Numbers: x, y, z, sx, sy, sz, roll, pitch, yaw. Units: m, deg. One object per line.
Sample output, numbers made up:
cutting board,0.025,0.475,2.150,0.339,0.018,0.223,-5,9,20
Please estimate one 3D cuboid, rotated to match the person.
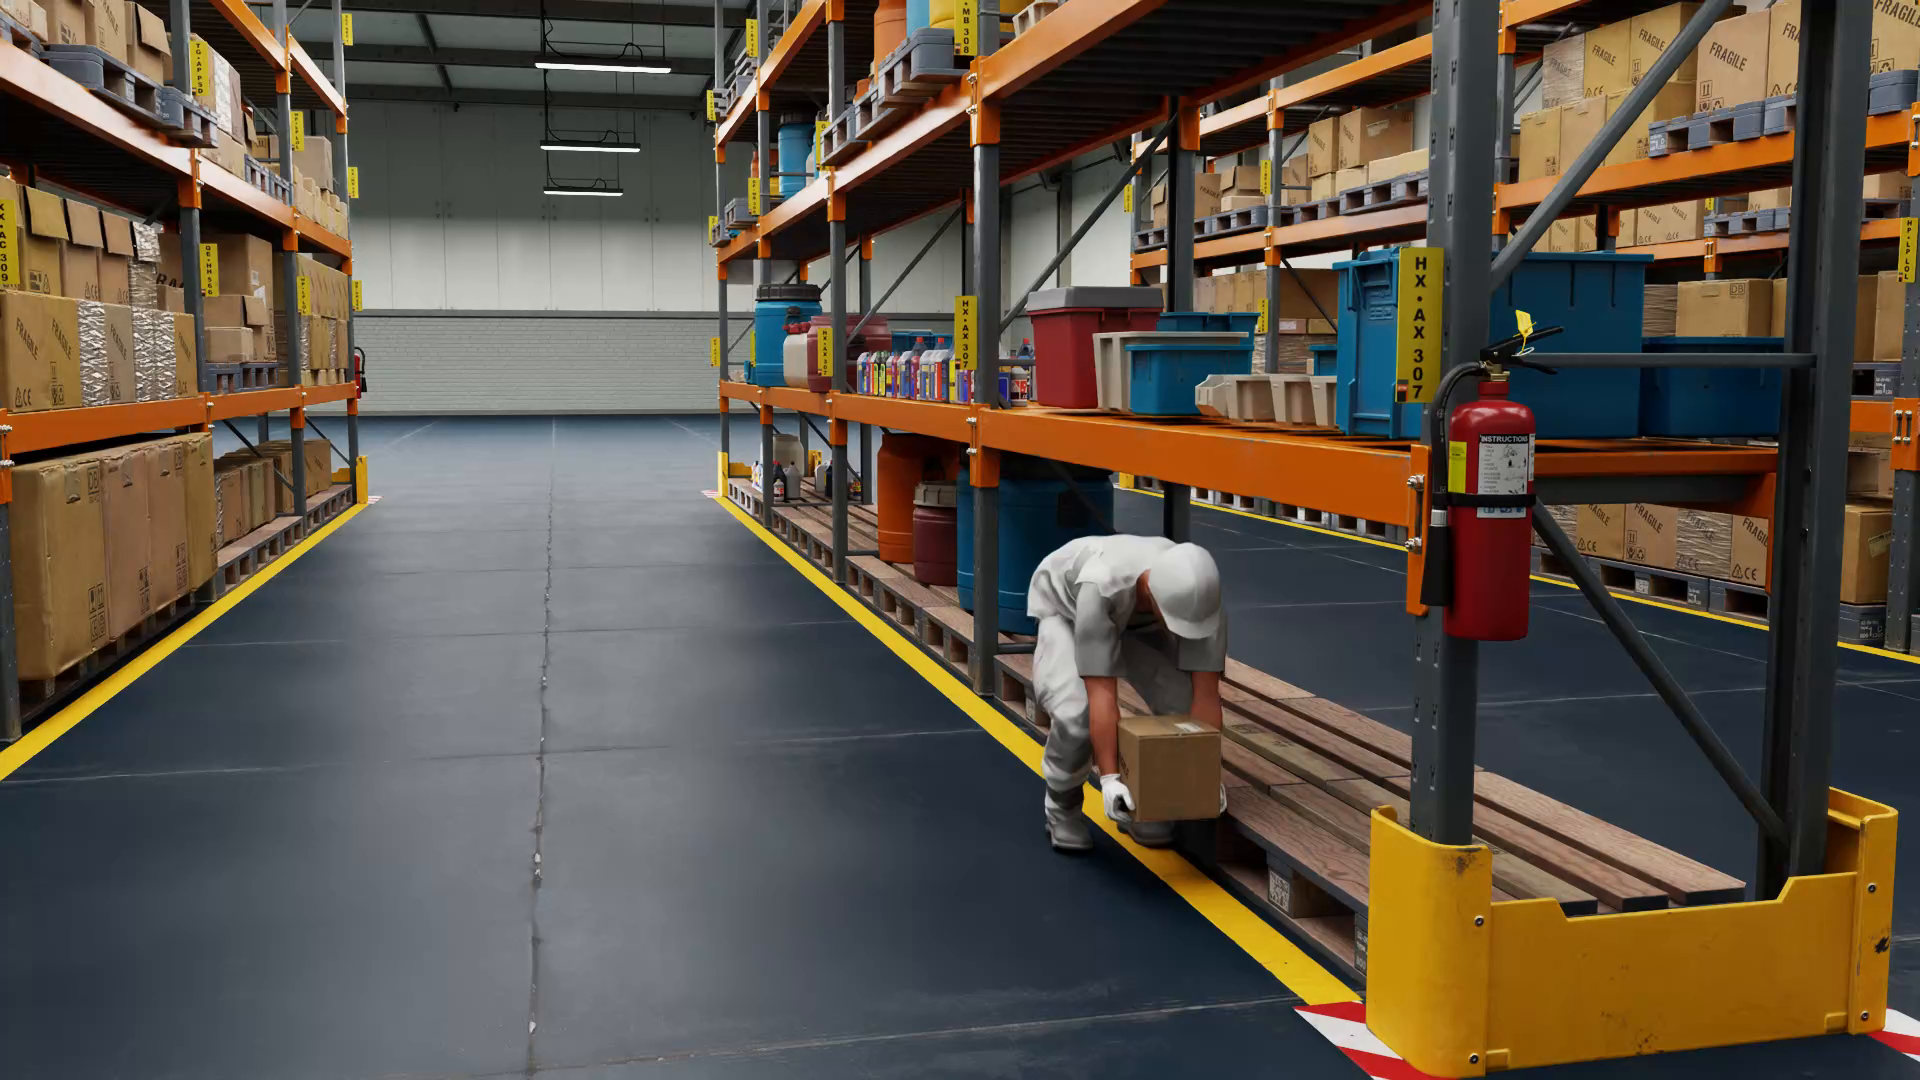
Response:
person,0.516,0.471,5.053,0.535,1.004,0.957,-2,6,-16
